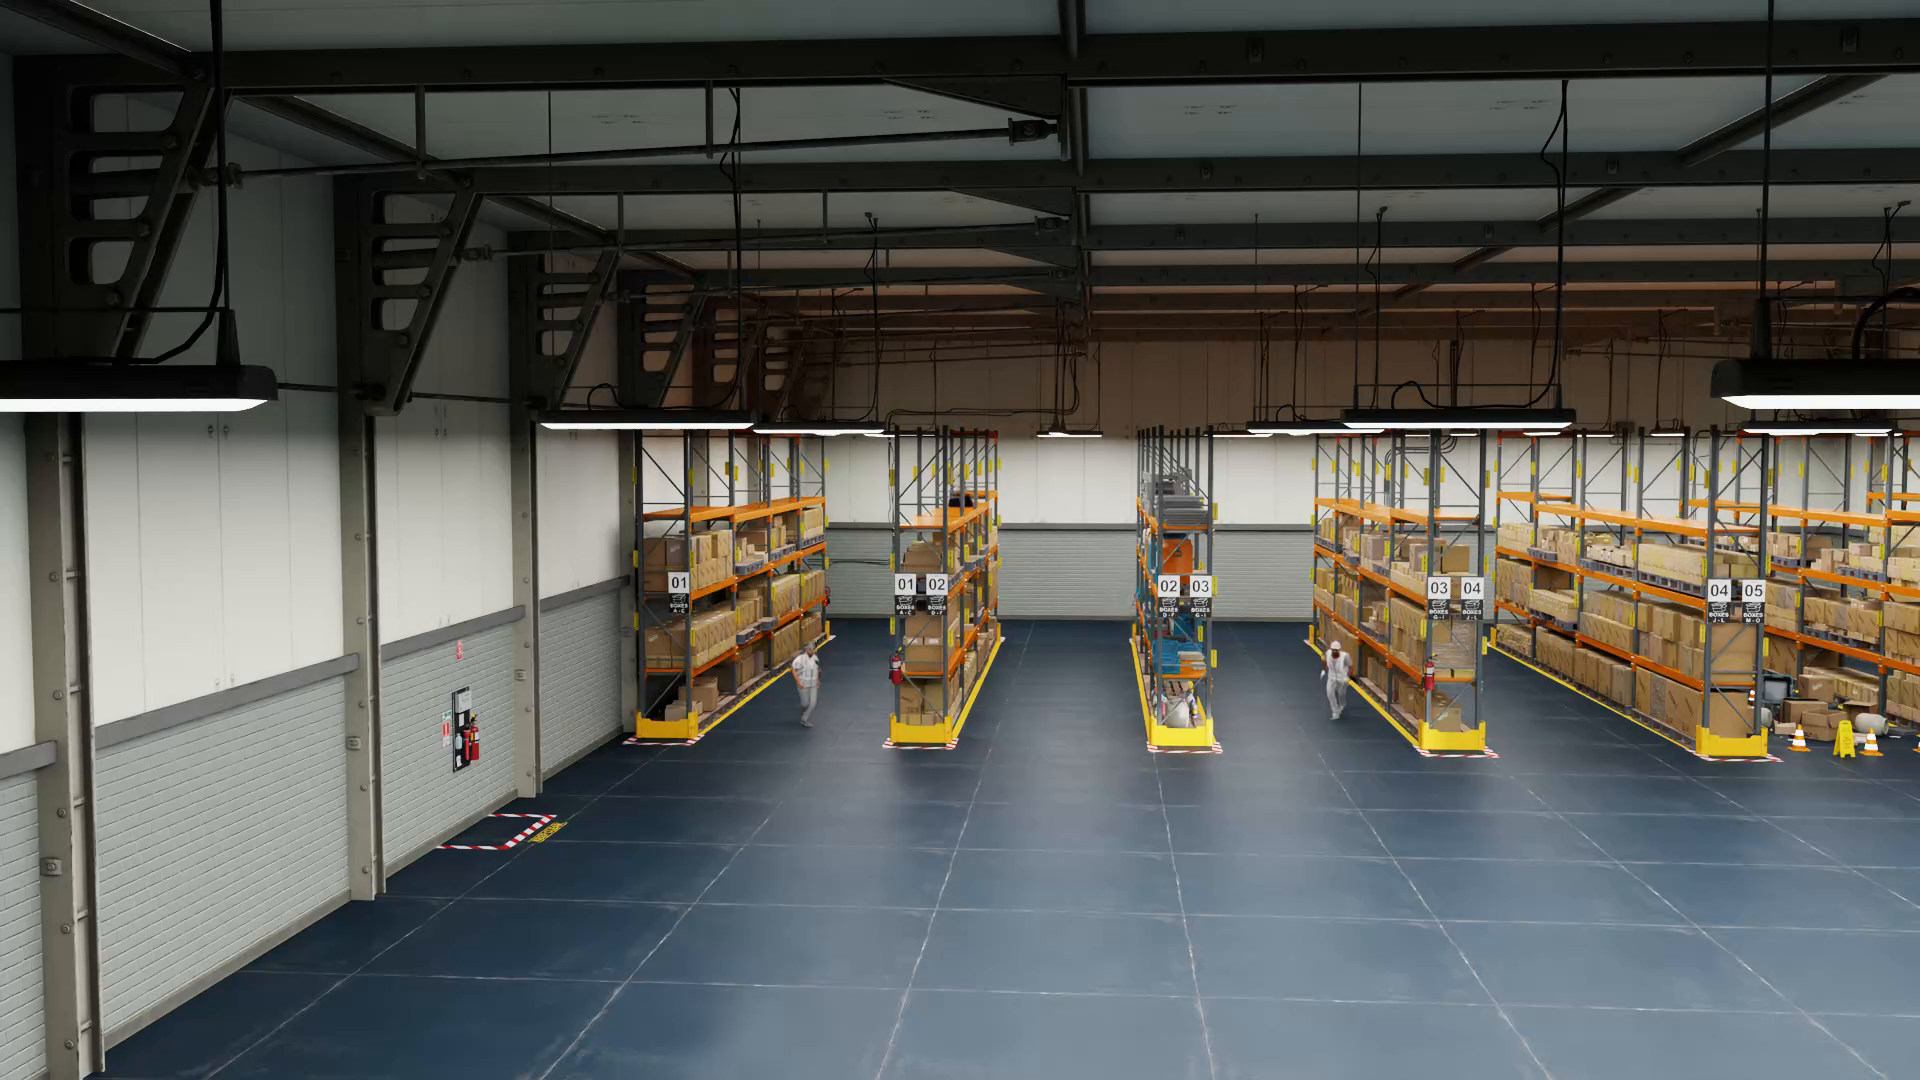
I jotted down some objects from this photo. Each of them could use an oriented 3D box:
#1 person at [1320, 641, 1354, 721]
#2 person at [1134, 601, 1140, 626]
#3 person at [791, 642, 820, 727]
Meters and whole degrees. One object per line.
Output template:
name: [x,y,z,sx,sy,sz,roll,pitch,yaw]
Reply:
person: [7.769,2.846,34.149,0.698,1.633,1.064,2,4,26]
person: [5.614,1.984,49.547,0.747,1.553,0.669,-2,4,-35]
person: [-3.098,2.870,33.342,0.659,1.719,0.572,-2,4,-30]
